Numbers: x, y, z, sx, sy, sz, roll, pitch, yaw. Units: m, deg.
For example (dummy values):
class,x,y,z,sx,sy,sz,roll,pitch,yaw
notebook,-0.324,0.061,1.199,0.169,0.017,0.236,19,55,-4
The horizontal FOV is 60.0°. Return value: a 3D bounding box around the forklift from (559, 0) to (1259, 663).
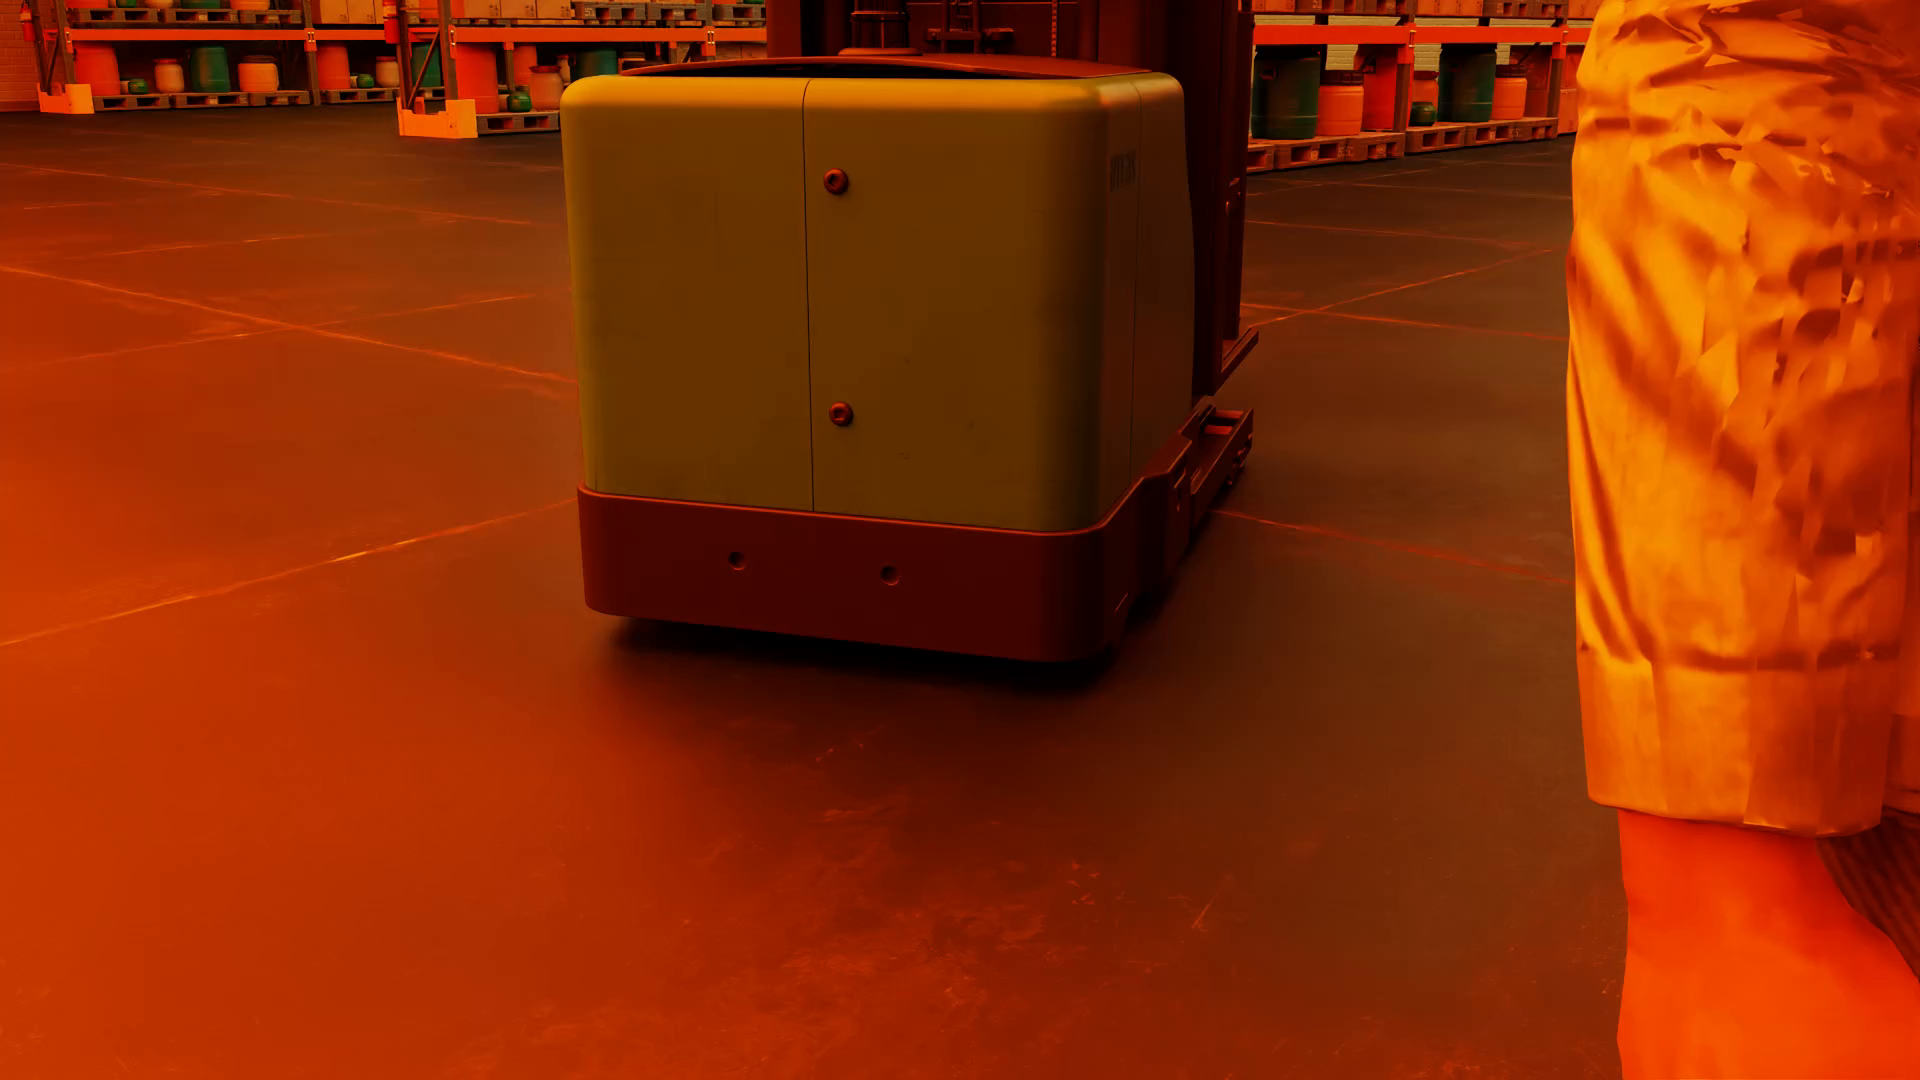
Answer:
class,x,y,z,sx,sy,sz,roll,pitch,yaw
forklift,0.182,-1.571,4.072,1.130,2.935,3.031,5,18,17
